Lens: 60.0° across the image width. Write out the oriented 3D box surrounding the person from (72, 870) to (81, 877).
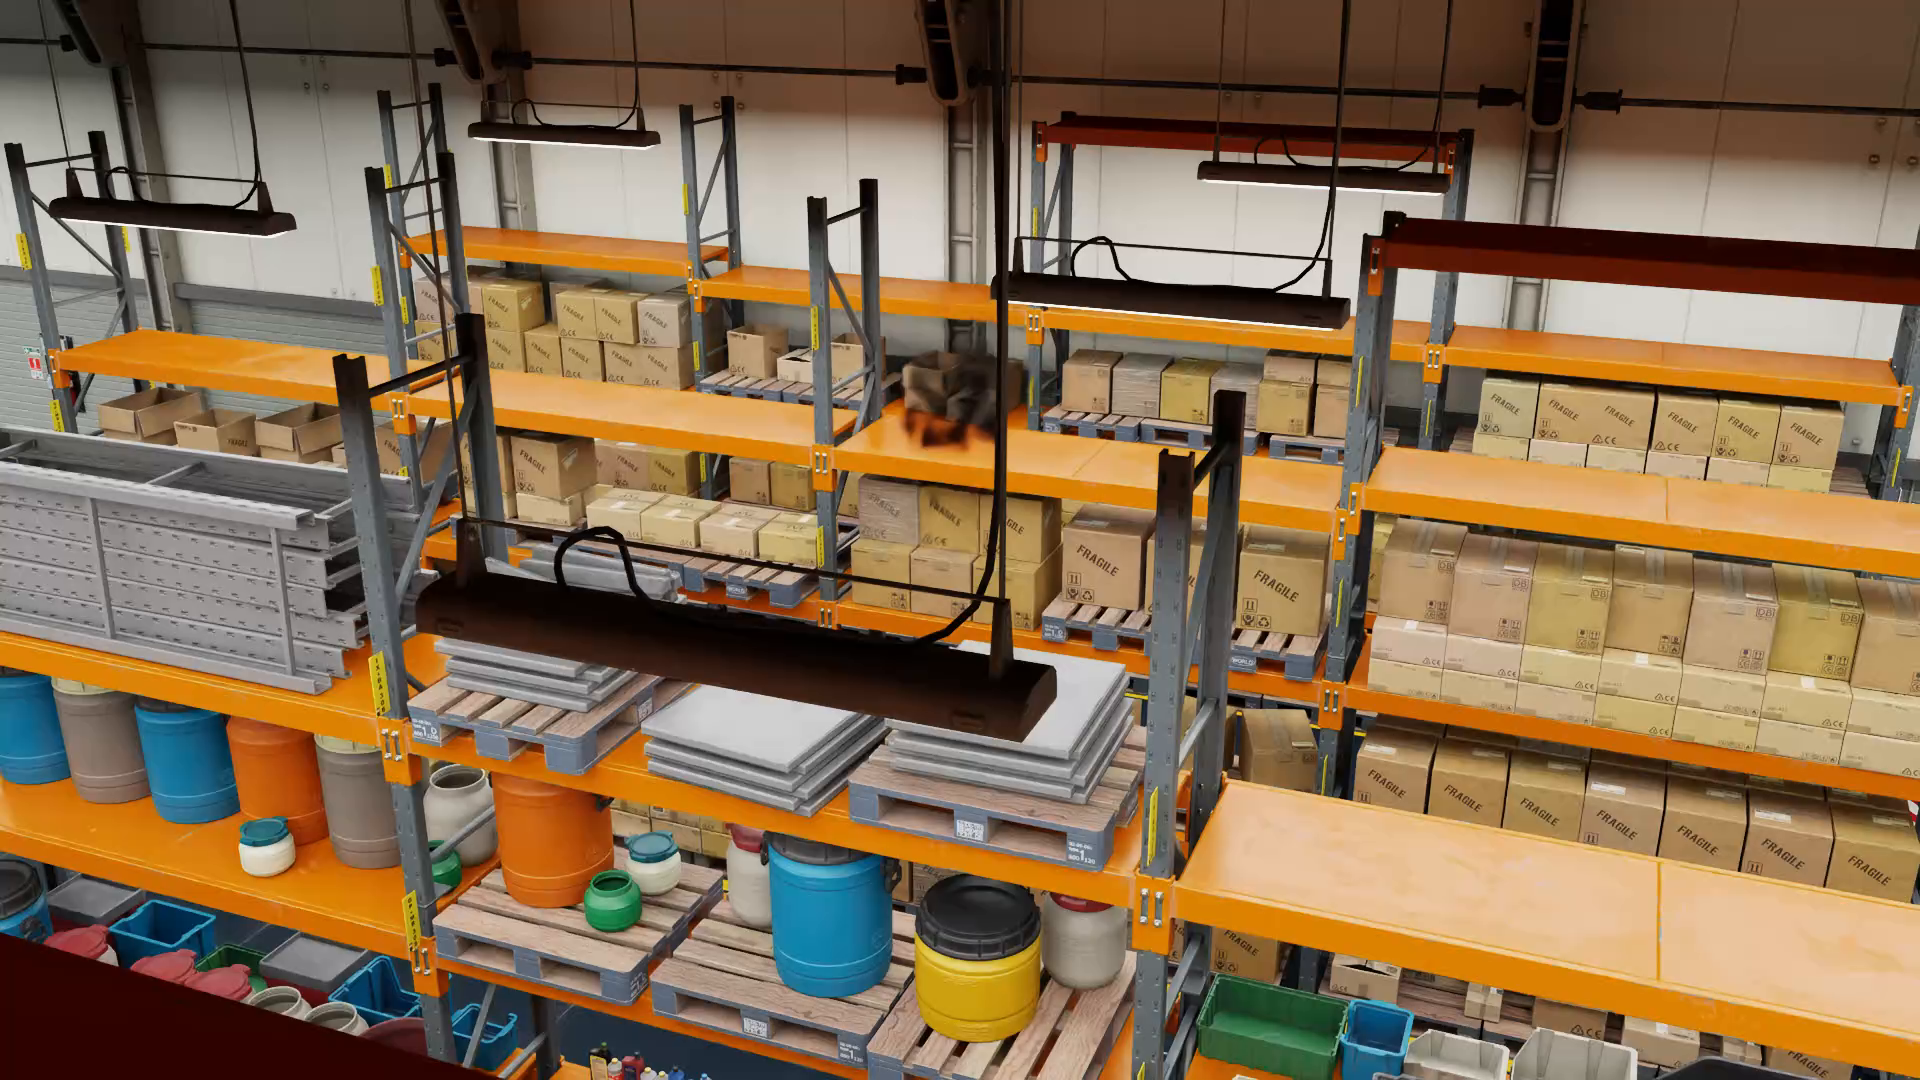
[{"bbox_3d":[-6.809,2.646,13.092,0.661,1.679,0.546,5,21,12],"label":"person"}]
